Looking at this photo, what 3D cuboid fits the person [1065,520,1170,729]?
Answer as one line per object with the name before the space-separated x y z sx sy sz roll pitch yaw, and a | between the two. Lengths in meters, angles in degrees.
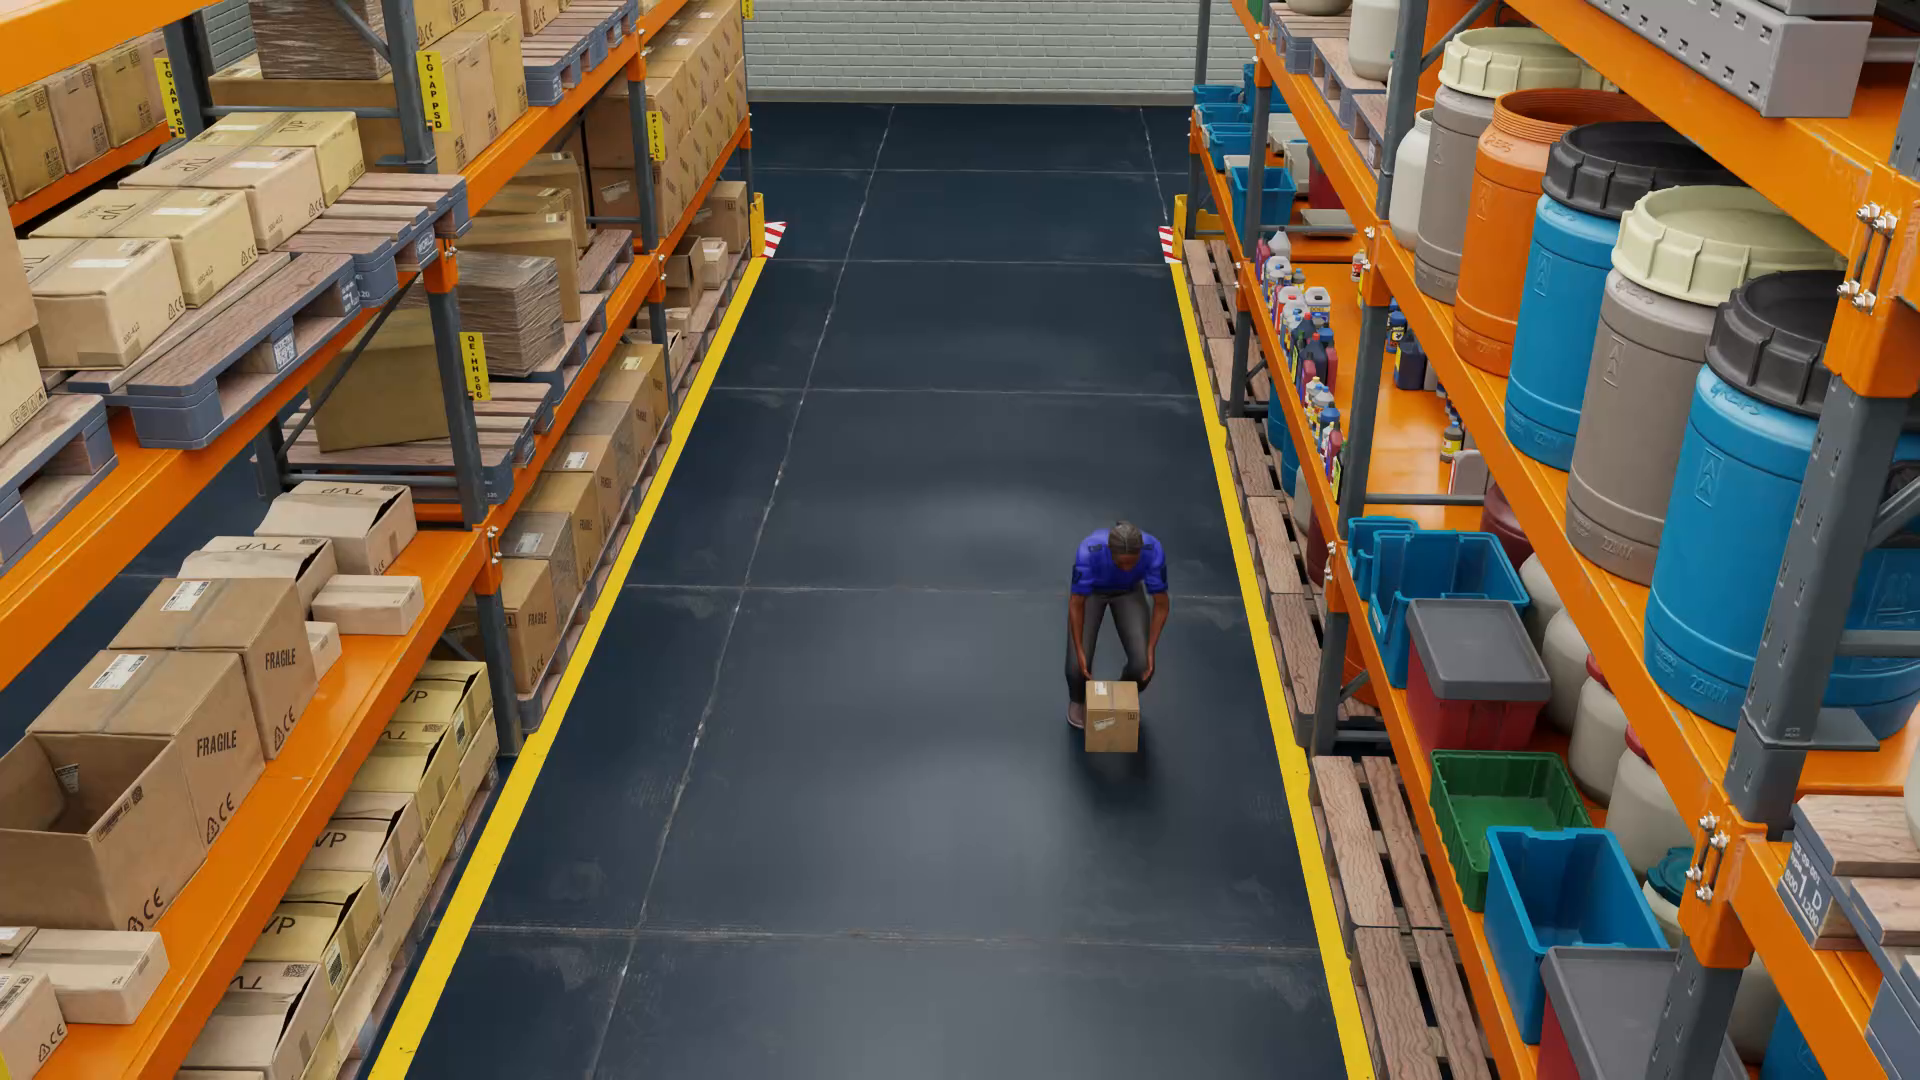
person | 0.784 0.384 8.328 0.499 1.271 0.682 1 28 2
